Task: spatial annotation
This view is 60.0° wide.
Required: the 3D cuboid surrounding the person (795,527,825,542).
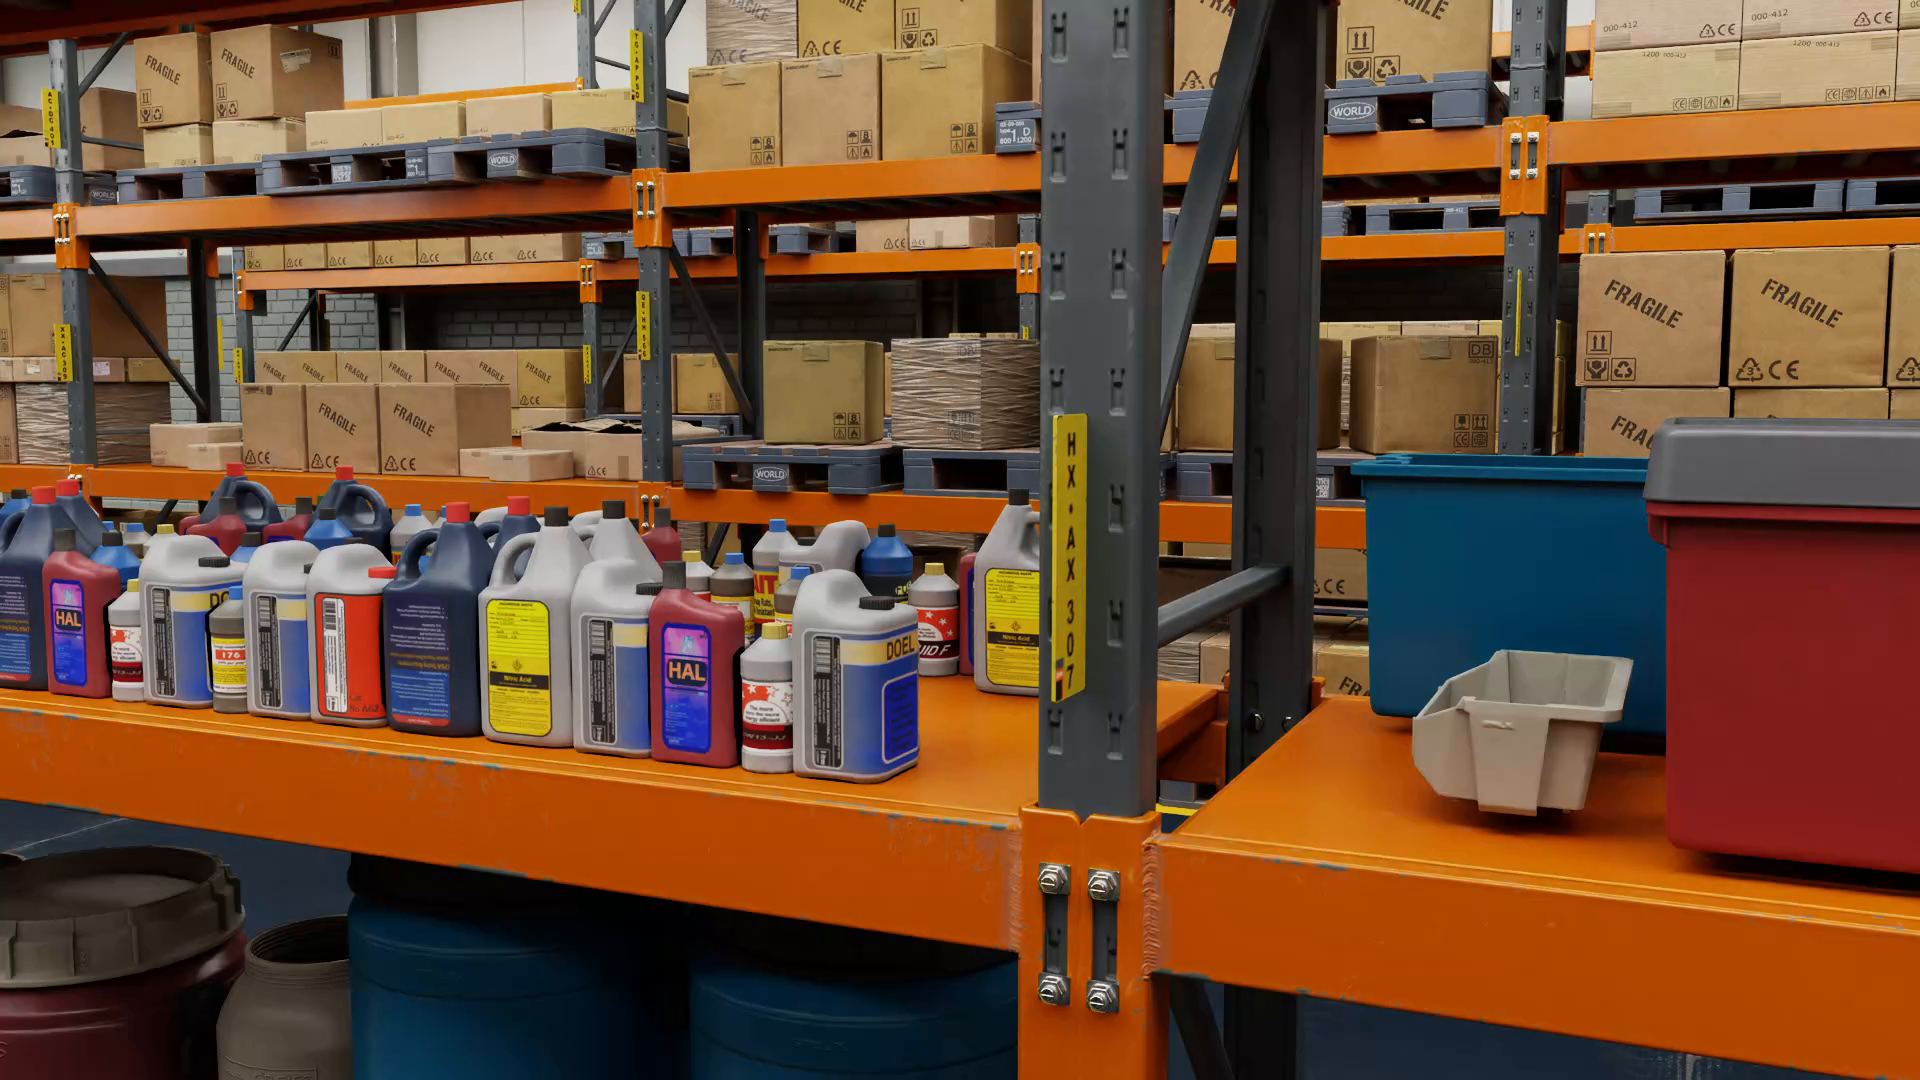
[{"bbox_3d":[-0.878,-0.006,10.537,0.453,1.624,0.518,3,6,24],"label":"person"}]
